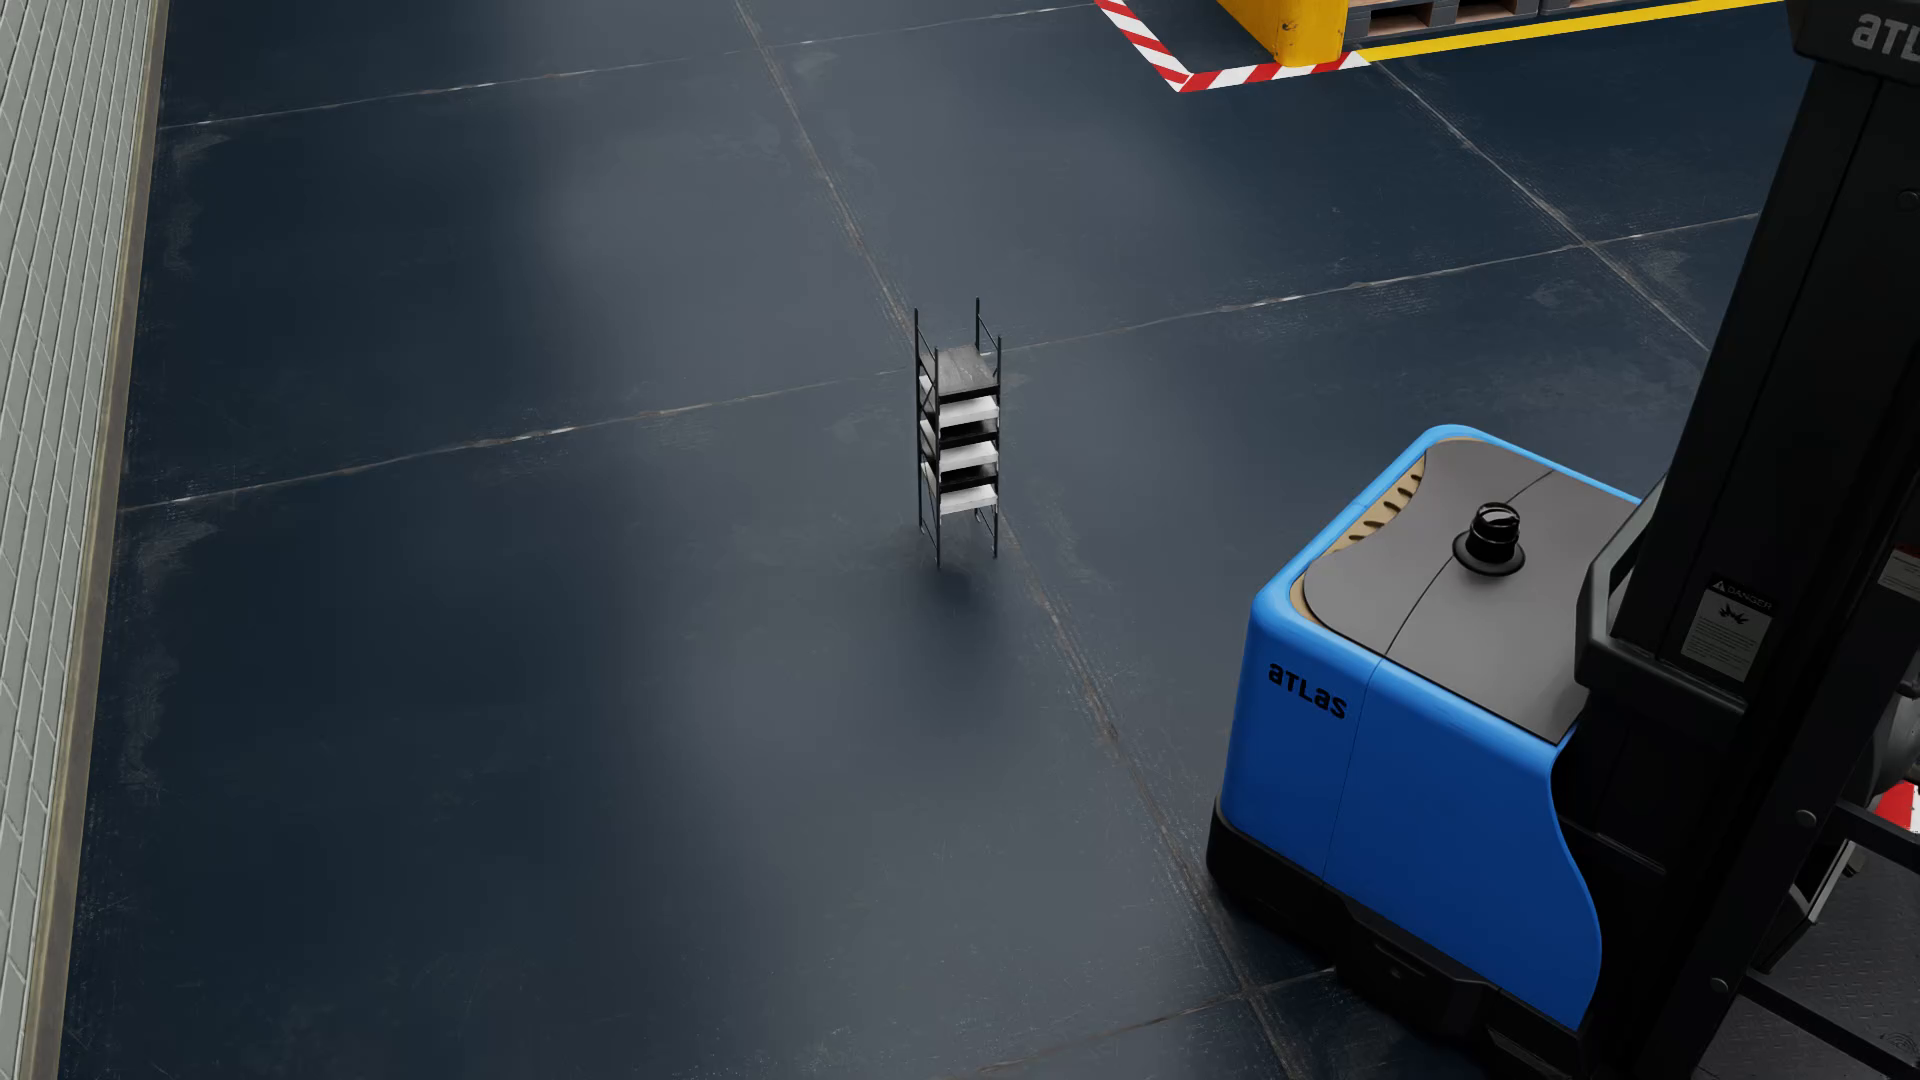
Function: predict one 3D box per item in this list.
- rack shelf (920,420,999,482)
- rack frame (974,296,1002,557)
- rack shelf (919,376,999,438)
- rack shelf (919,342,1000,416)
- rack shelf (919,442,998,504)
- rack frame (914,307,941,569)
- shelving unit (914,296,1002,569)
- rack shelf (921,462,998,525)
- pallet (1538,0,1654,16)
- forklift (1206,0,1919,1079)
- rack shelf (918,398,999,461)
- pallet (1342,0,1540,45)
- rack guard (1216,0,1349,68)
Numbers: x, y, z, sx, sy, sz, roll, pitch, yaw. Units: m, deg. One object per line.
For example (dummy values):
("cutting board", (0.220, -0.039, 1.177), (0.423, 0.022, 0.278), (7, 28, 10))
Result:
("rack shelf", (-0.008, -0.312, 5.474), (0.200, 0.077, 0.258), (-12, 42, -13))
("rack frame", (0.089, -0.357, 5.475), (0.006, 0.900, 0.240), (-12, 42, -13))
("rack shelf", (-0.008, -0.448, 5.356), (0.200, 0.077, 0.258), (-12, 42, -13))
("rack shelf", (-0.008, -0.516, 5.296), (0.200, 0.077, 0.258), (-12, 42, -13))
("rack shelf", (-0.008, -0.244, 5.533), (0.200, 0.077, 0.258), (-12, 42, -13))
("rack frame", (-0.105, -0.317, 5.429), (0.006, 0.900, 0.240), (-12, 42, -13))
("shelving unit", (-0.008, -0.337, 5.452), (0.210, 0.900, 0.258), (-12, 42, -13))
("rack shelf", (-0.008, -0.177, 5.592), (0.200, 0.077, 0.258), (-12, 42, -13))
("pallet", (3.571, -3.340, 9.413), (1.213, 0.211, 1.003), (-12, 42, -13))
("forklift", (2.136, 0.233, 3.256), (3.031, 2.935, 1.130), (29, 49, 29))
("rack shelf", (-0.008, -0.380, 5.415), (0.200, 0.077, 0.258), (-12, 42, -13))
("pallet", (2.410, -3.102, 9.140), (1.213, 0.211, 1.003), (-12, 42, -13))
("rack guard", (1.648, -2.998, 8.802), (0.348, 0.500, 1.175), (-12, 42, -13))
